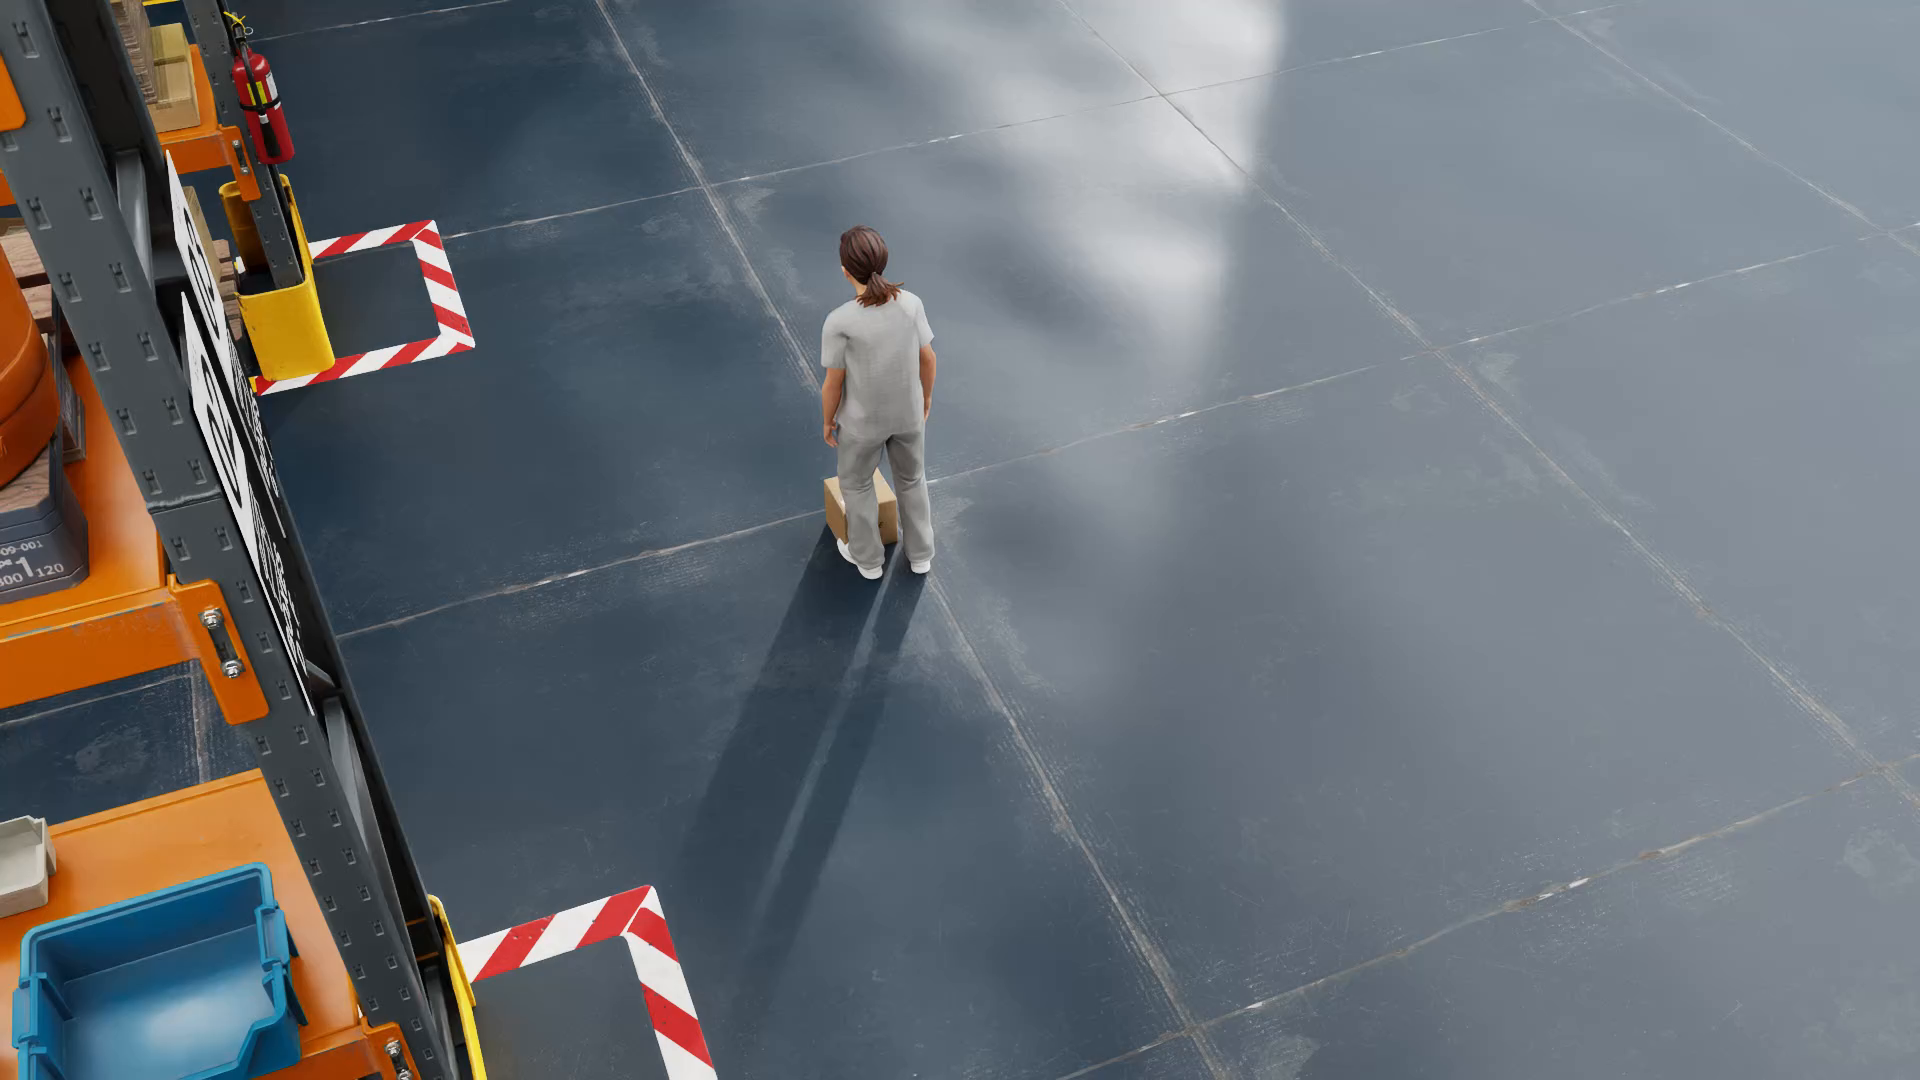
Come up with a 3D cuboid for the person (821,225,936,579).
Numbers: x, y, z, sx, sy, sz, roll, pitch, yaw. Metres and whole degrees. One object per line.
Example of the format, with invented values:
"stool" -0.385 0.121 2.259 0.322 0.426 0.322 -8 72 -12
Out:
"person" -0.340 -0.525 6.746 0.487 1.672 0.413 -16 44 -17
